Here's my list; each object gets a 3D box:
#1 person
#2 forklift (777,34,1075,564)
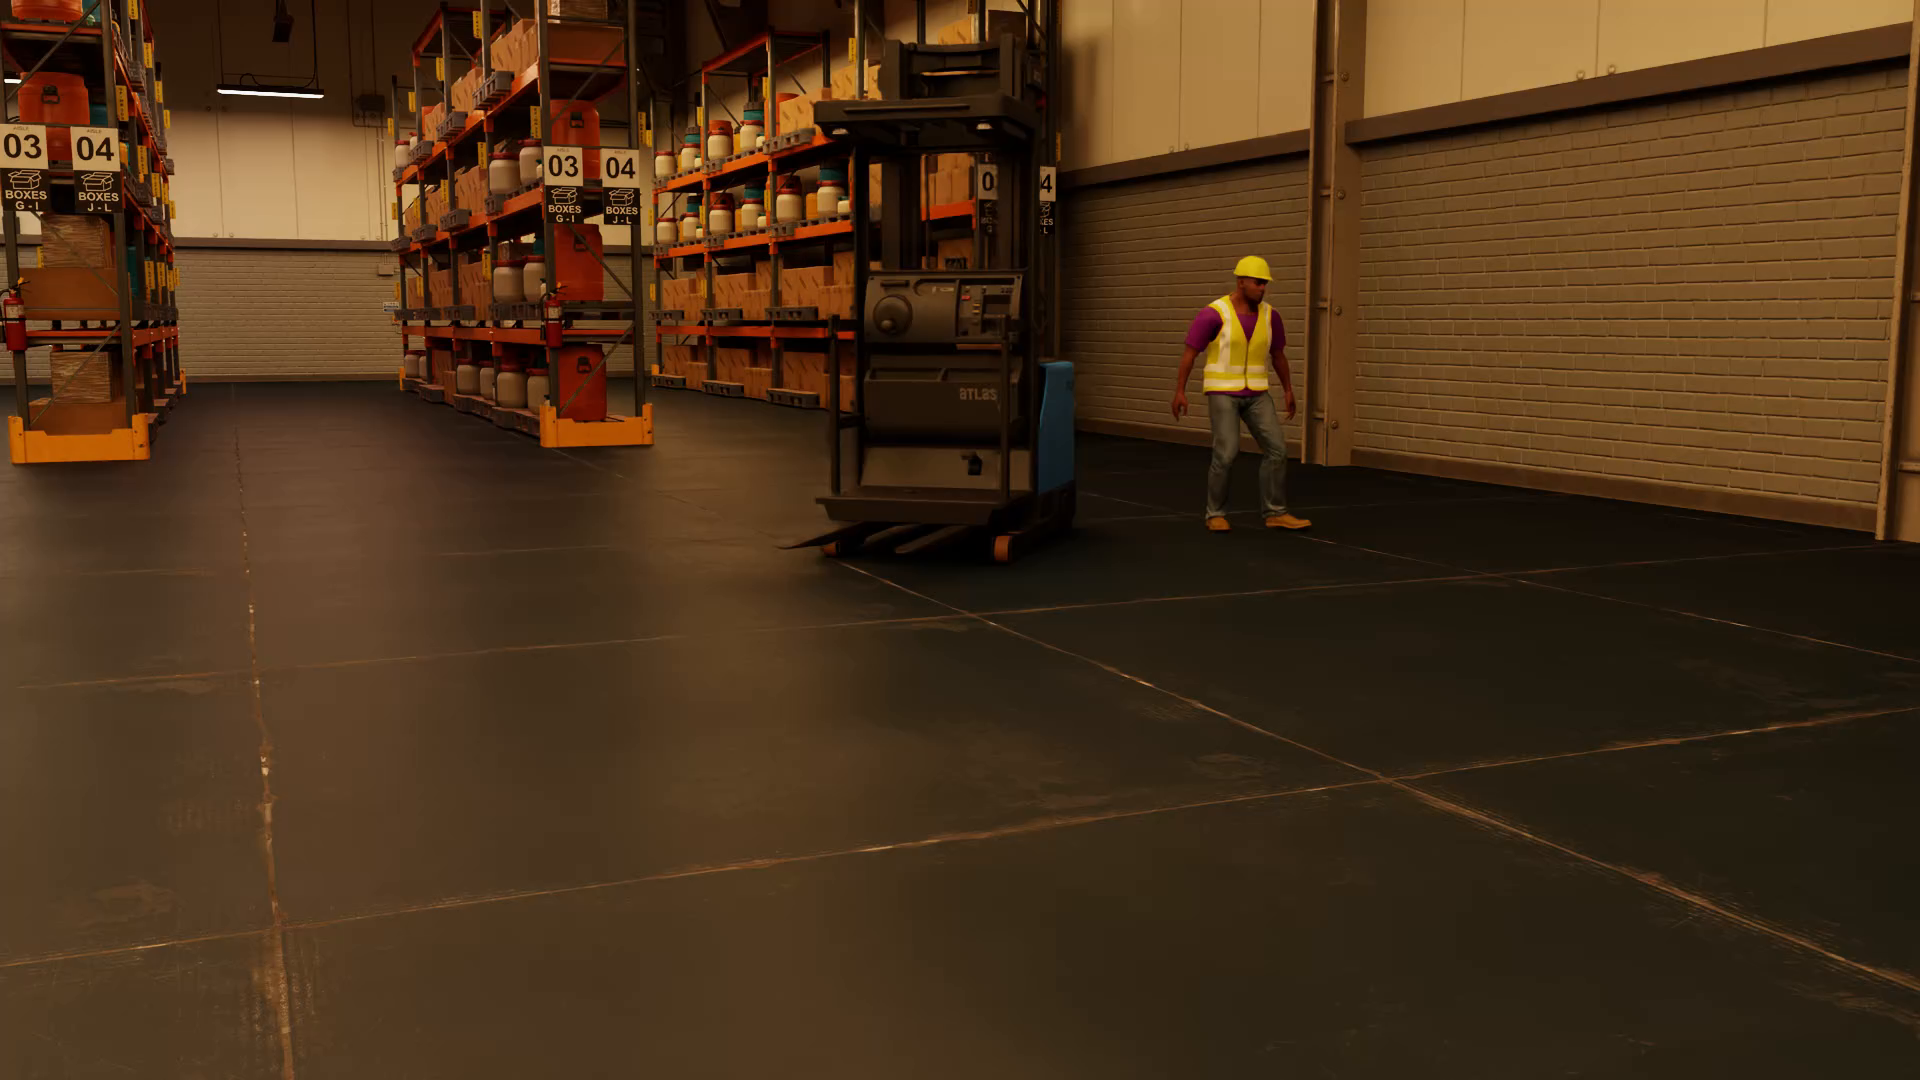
[{"bbox_3d":[1.795,-0.921,10.522,0.871,1.731,0.449,-2,8,-16],"label":"person"},{"bbox_3d":[-0.155,-1.374,9.362,1.130,2.935,3.031,2,8,16],"label":"forklift"}]
